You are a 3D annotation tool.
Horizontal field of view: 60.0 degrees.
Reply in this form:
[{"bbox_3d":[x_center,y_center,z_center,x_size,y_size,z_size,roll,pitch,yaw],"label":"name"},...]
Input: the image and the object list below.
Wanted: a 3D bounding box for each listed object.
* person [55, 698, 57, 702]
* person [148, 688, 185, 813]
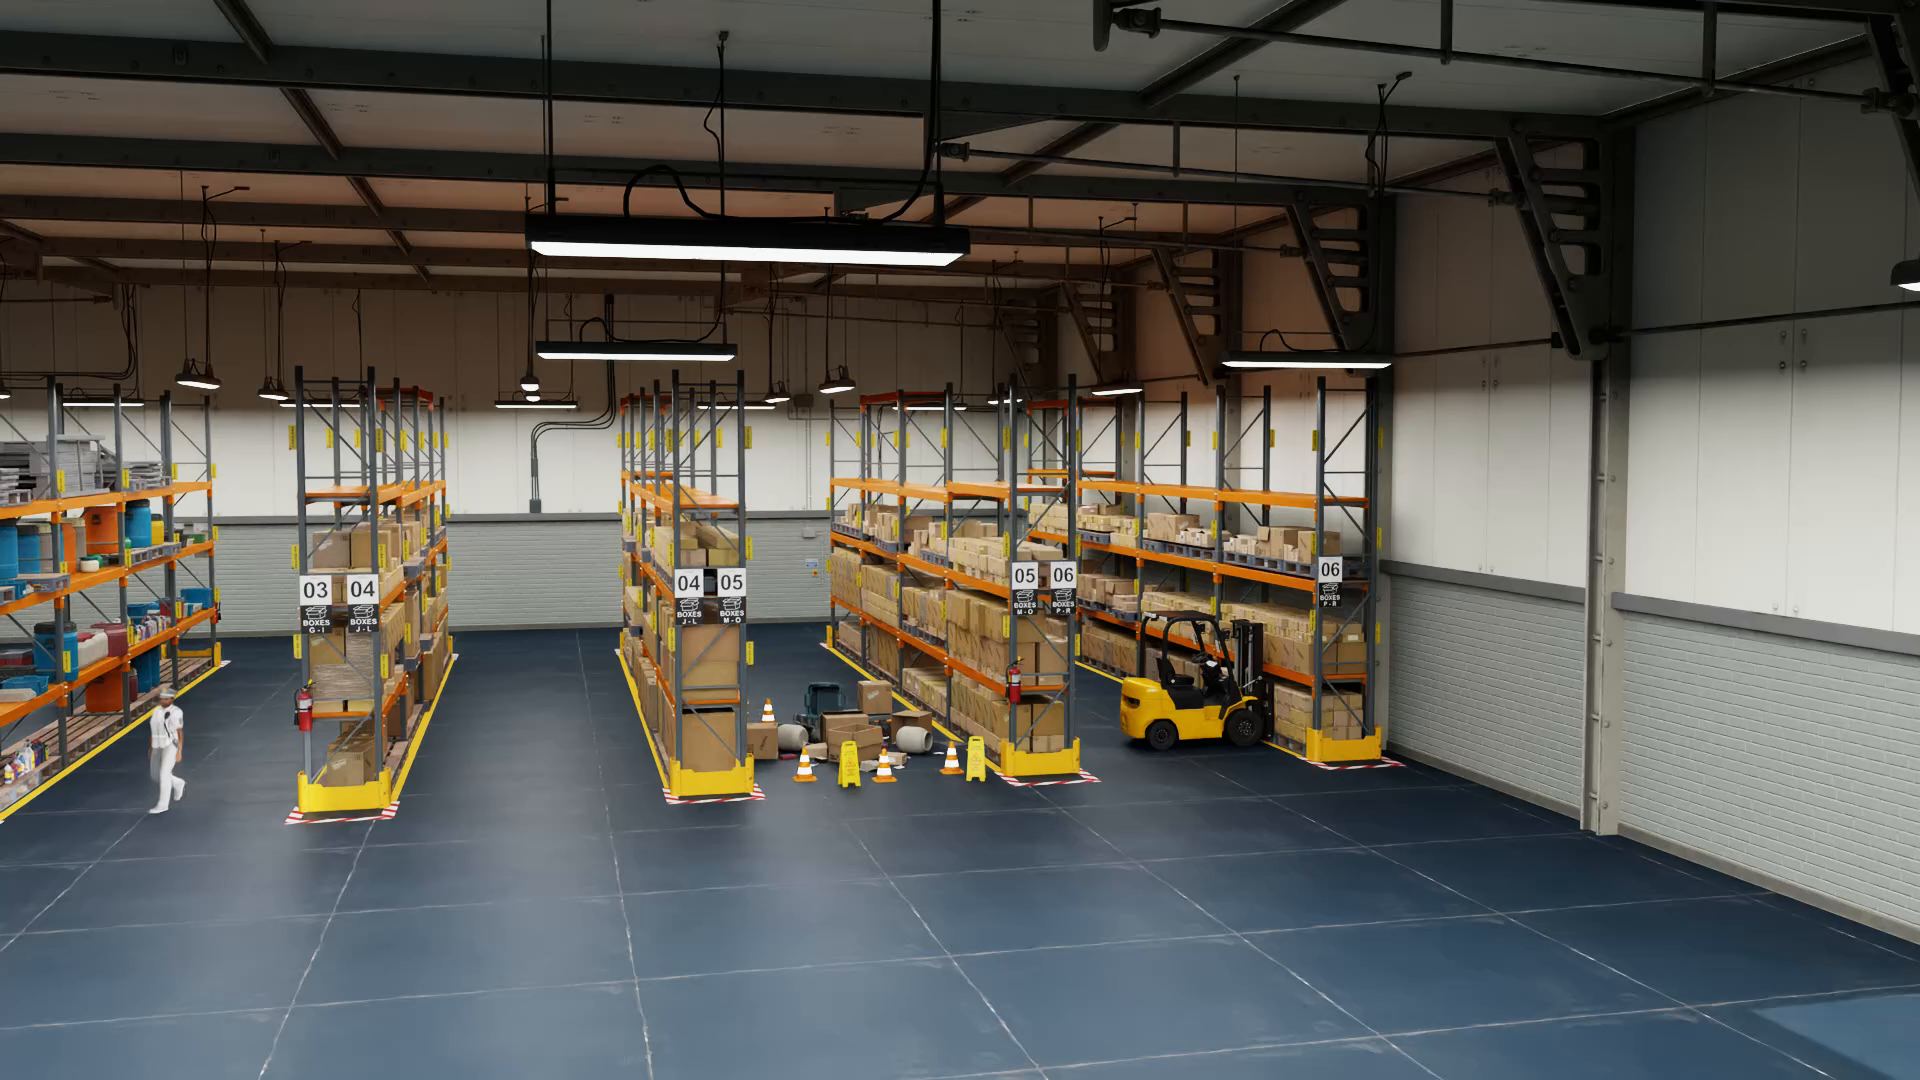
[{"bbox_3d":[-17.204,2.304,31.711,0.484,1.598,0.367,-1,4,-18],"label":"person"},{"bbox_3d":[-10.748,2.812,22.528,0.486,1.658,0.759,1,4,17],"label":"person"}]
